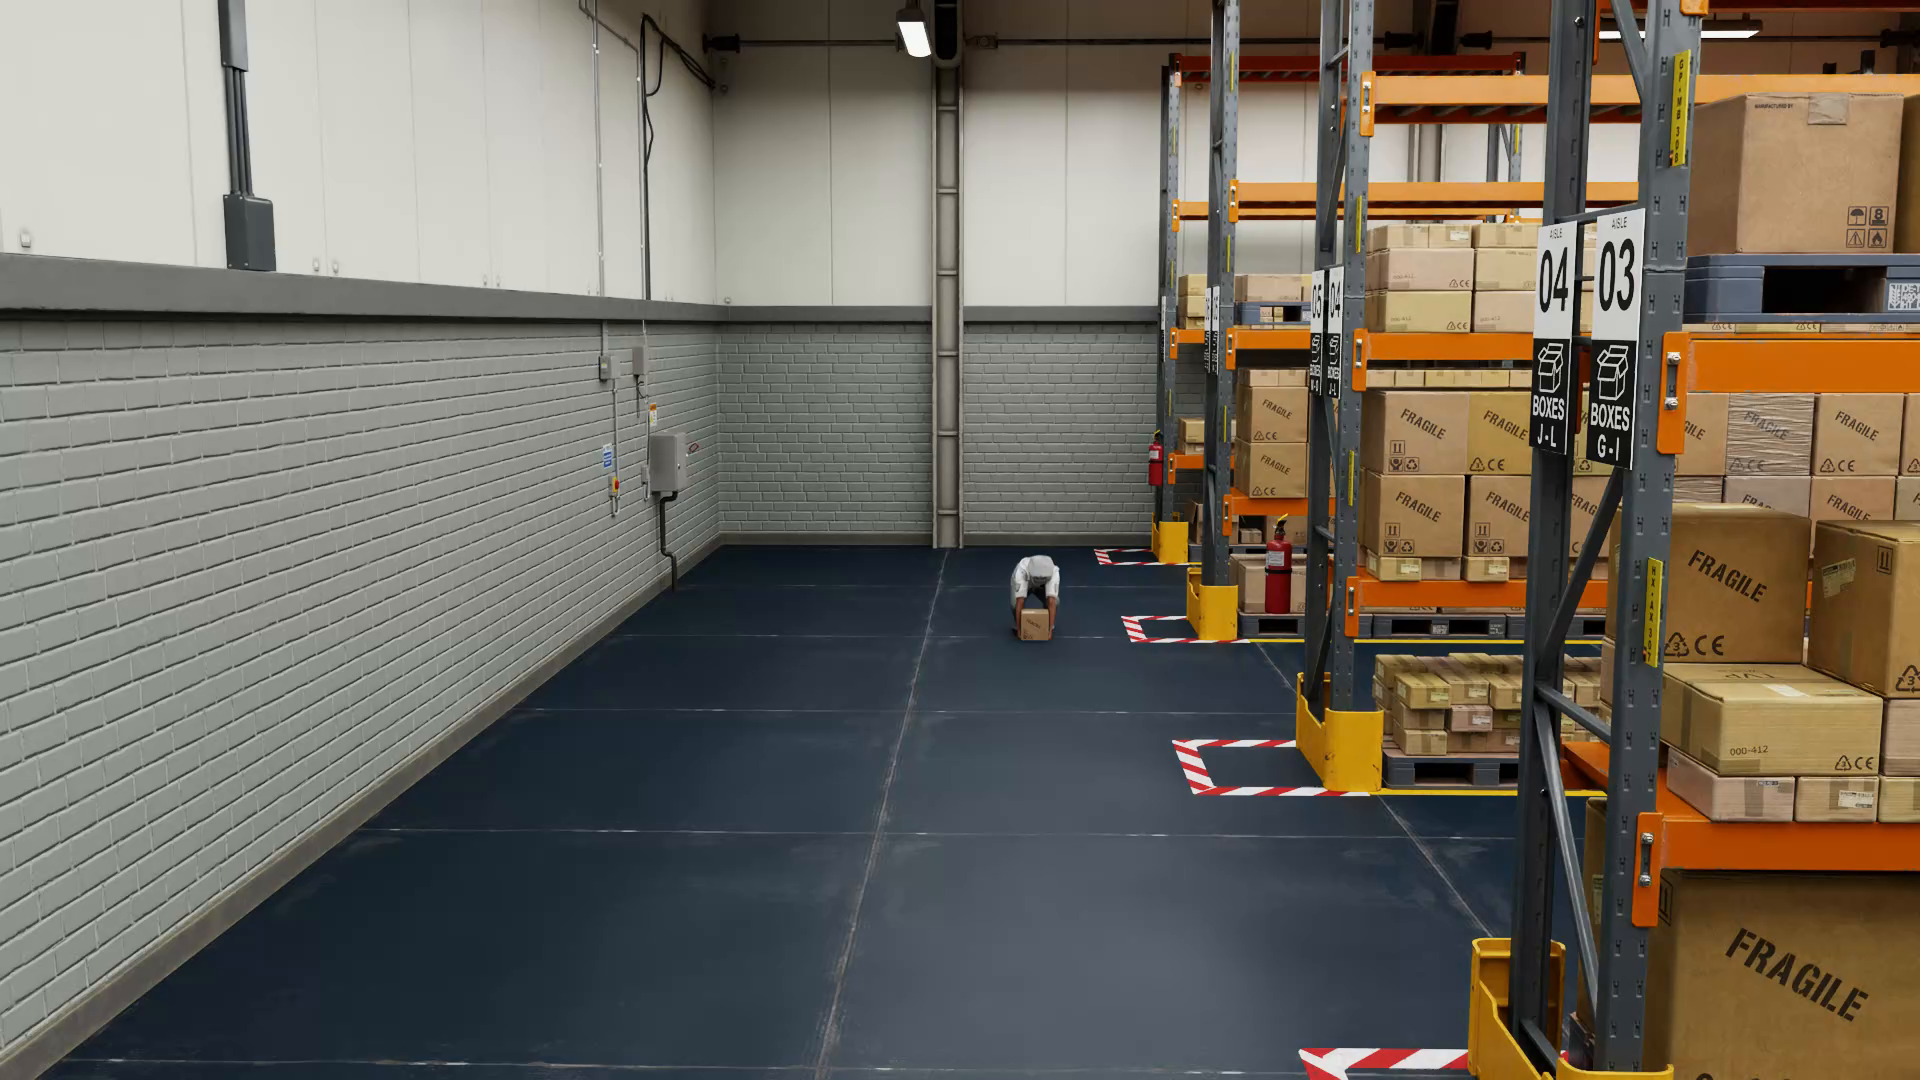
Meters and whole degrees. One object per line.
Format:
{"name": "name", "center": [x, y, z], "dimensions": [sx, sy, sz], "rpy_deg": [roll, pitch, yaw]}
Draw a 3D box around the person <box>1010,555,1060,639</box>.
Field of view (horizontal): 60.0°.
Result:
{"name": "person", "center": [0.697, 0.507, 15.547], "dimensions": [0.465, 0.817, 0.908], "rpy_deg": [0, 7, 0]}
